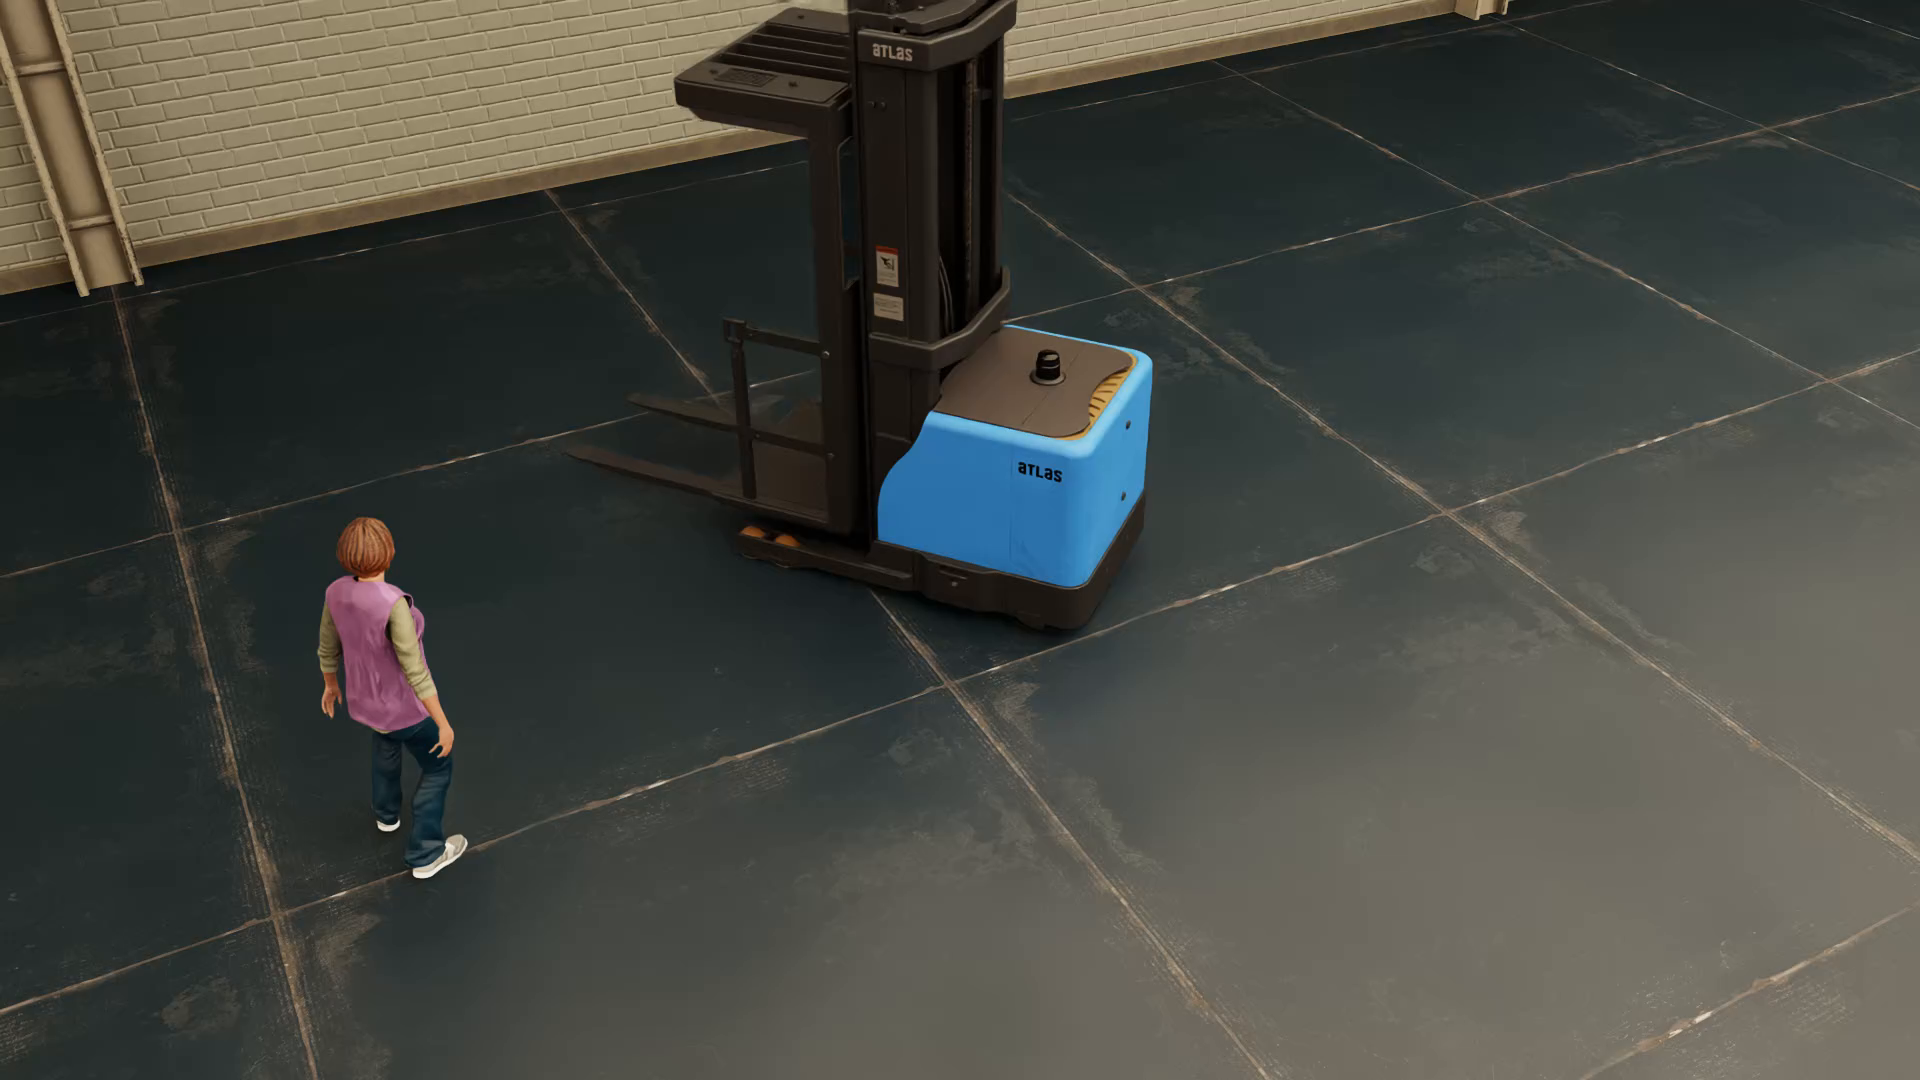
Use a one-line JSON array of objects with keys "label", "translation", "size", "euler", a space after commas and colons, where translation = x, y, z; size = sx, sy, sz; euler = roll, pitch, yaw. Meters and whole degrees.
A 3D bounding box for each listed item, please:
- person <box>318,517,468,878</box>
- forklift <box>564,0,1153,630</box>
[{"label": "person", "translation": [-2.214, 0.623, 6.444], "size": [0.733, 1.563, 0.392], "euler": [17, 39, 22]}, {"label": "forklift", "translation": [-0.612, -1.318, 7.988], "size": [3.031, 2.935, 1.130], "euler": [14, 38, 19]}]
